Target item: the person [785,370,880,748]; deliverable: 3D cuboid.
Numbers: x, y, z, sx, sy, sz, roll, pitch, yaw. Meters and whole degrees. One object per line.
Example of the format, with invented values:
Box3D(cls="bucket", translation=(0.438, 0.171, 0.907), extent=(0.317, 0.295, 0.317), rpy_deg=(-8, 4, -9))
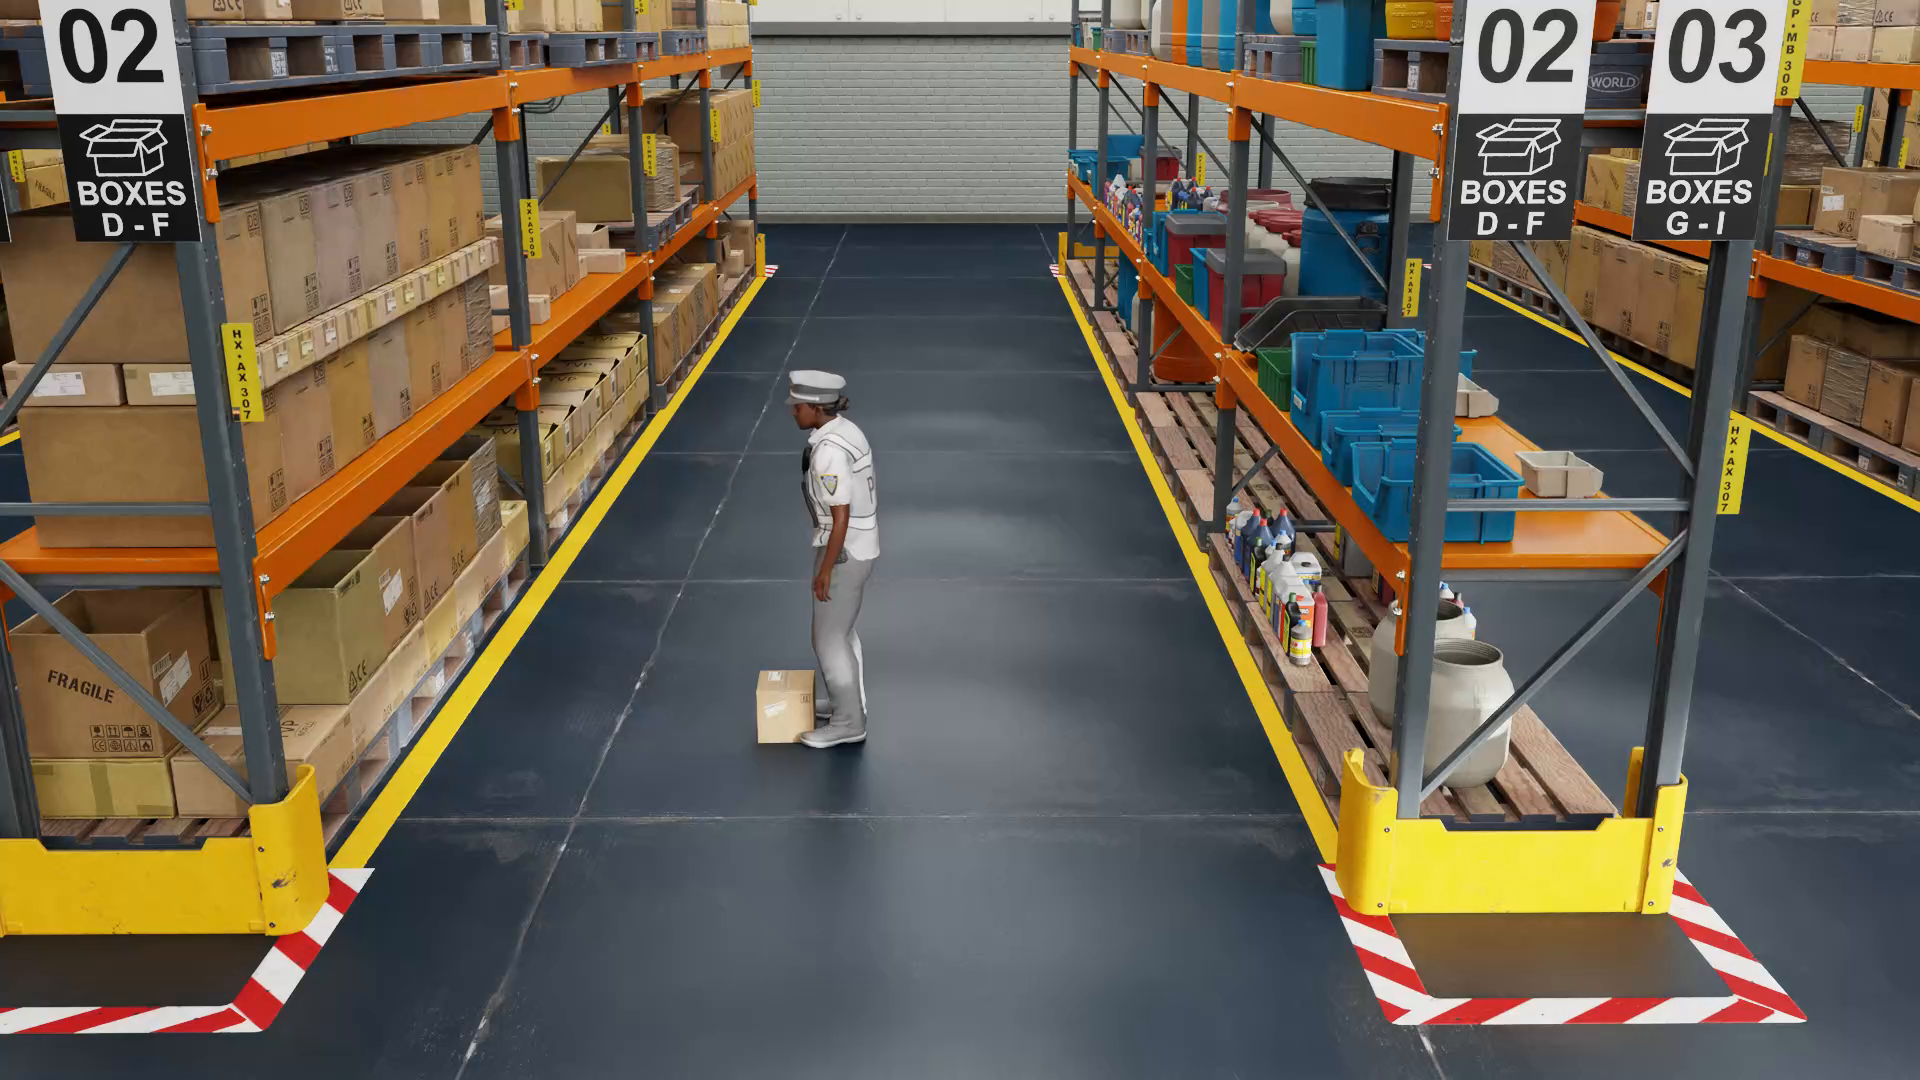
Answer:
Box3D(cls="person", translation=(-0.548, 0.073, 7.312), extent=(0.392, 1.660, 0.506), rpy_deg=(0, 17, 0))
